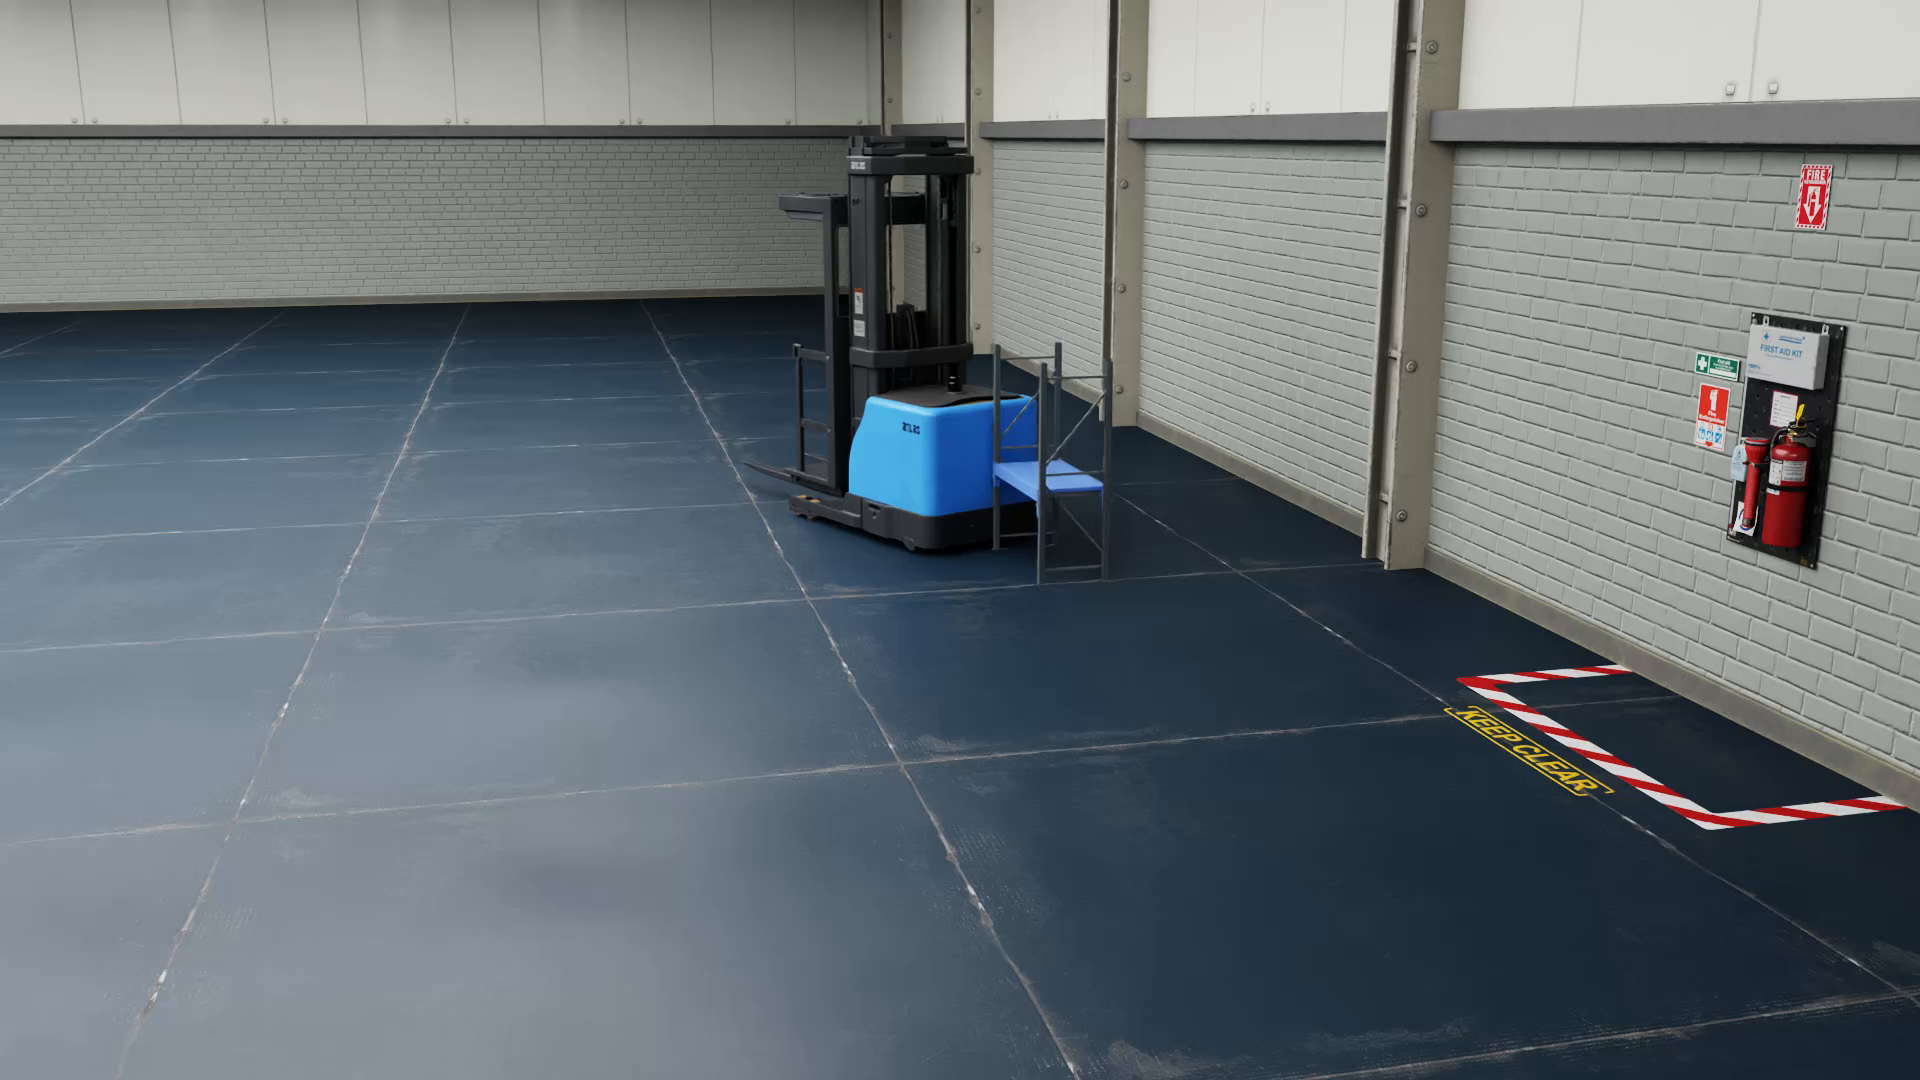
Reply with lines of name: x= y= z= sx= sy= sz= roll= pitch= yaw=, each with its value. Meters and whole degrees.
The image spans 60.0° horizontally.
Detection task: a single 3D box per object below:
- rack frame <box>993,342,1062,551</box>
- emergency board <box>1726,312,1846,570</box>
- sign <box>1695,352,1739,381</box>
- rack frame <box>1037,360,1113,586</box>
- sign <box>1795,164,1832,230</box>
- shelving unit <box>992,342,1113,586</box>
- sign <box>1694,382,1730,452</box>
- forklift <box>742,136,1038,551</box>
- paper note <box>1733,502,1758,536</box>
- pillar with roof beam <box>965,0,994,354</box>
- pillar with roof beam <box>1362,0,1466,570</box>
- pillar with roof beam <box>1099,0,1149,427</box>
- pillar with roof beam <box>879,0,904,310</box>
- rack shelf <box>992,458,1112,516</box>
rack frame: x=0.484 y=-0.668 z=12.002 sx=0.500 sy=1.500 sz=0.032 roll=-4 pitch=14 yaw=-15
emergency board: x=3.944 y=-0.491 z=8.115 sx=0.194 sy=1.169 sz=0.643 roll=-3 pitch=14 yaw=-13
sign: x=3.907 y=-0.897 z=8.587 sx=0.001 sy=0.109 sz=0.331 roll=-3 pitch=14 yaw=-13
rack frame: x=0.763 y=-0.436 z=11.053 sx=0.500 sy=1.500 sz=0.032 roll=-4 pitch=14 yaw=-15
sign: x=4.039 y=-1.624 z=7.870 sx=0.001 sy=0.298 sz=0.199 roll=-3 pitch=14 yaw=-13
shelving unit: x=0.623 y=-0.552 z=11.527 sx=0.538 sy=1.500 sz=1.048 roll=-4 pitch=14 yaw=-15
sign: x=3.914 y=-0.641 z=8.657 sx=0.001 sy=0.329 sz=0.234 roll=-3 pitch=14 yaw=-13
forklift: x=-0.700 y=-1.640 z=12.962 sx=1.130 sy=2.935 sz=3.031 roll=-10 pitch=17 yaw=-35
paper note: x=3.970 y=-0.107 z=8.403 sx=0.016 sy=0.148 sz=0.142 roll=-3 pitch=14 yaw=-13
pillar with roof beam: x=-3.925 y=-6.745 z=21.075 sx=9.100 sy=9.000 sz=0.400 roll=-3 pitch=14 yaw=-13
pillar with roof beam: x=-1.106 y=-3.977 z=9.744 sx=9.100 sy=9.000 sz=0.400 roll=-3 pitch=14 yaw=-13
pillar with roof beam: x=-2.516 y=-5.361 z=15.410 sx=9.100 sy=9.000 sz=0.400 roll=-3 pitch=14 yaw=-13
pillar with roof beam: x=-5.334 y=-8.129 z=26.741 sx=9.100 sy=9.000 sz=0.400 roll=-3 pitch=14 yaw=-13
rack shelf: x=0.623 y=-0.378 z=11.570 sx=0.538 sy=0.185 sz=1.000 roll=-4 pitch=14 yaw=-15
